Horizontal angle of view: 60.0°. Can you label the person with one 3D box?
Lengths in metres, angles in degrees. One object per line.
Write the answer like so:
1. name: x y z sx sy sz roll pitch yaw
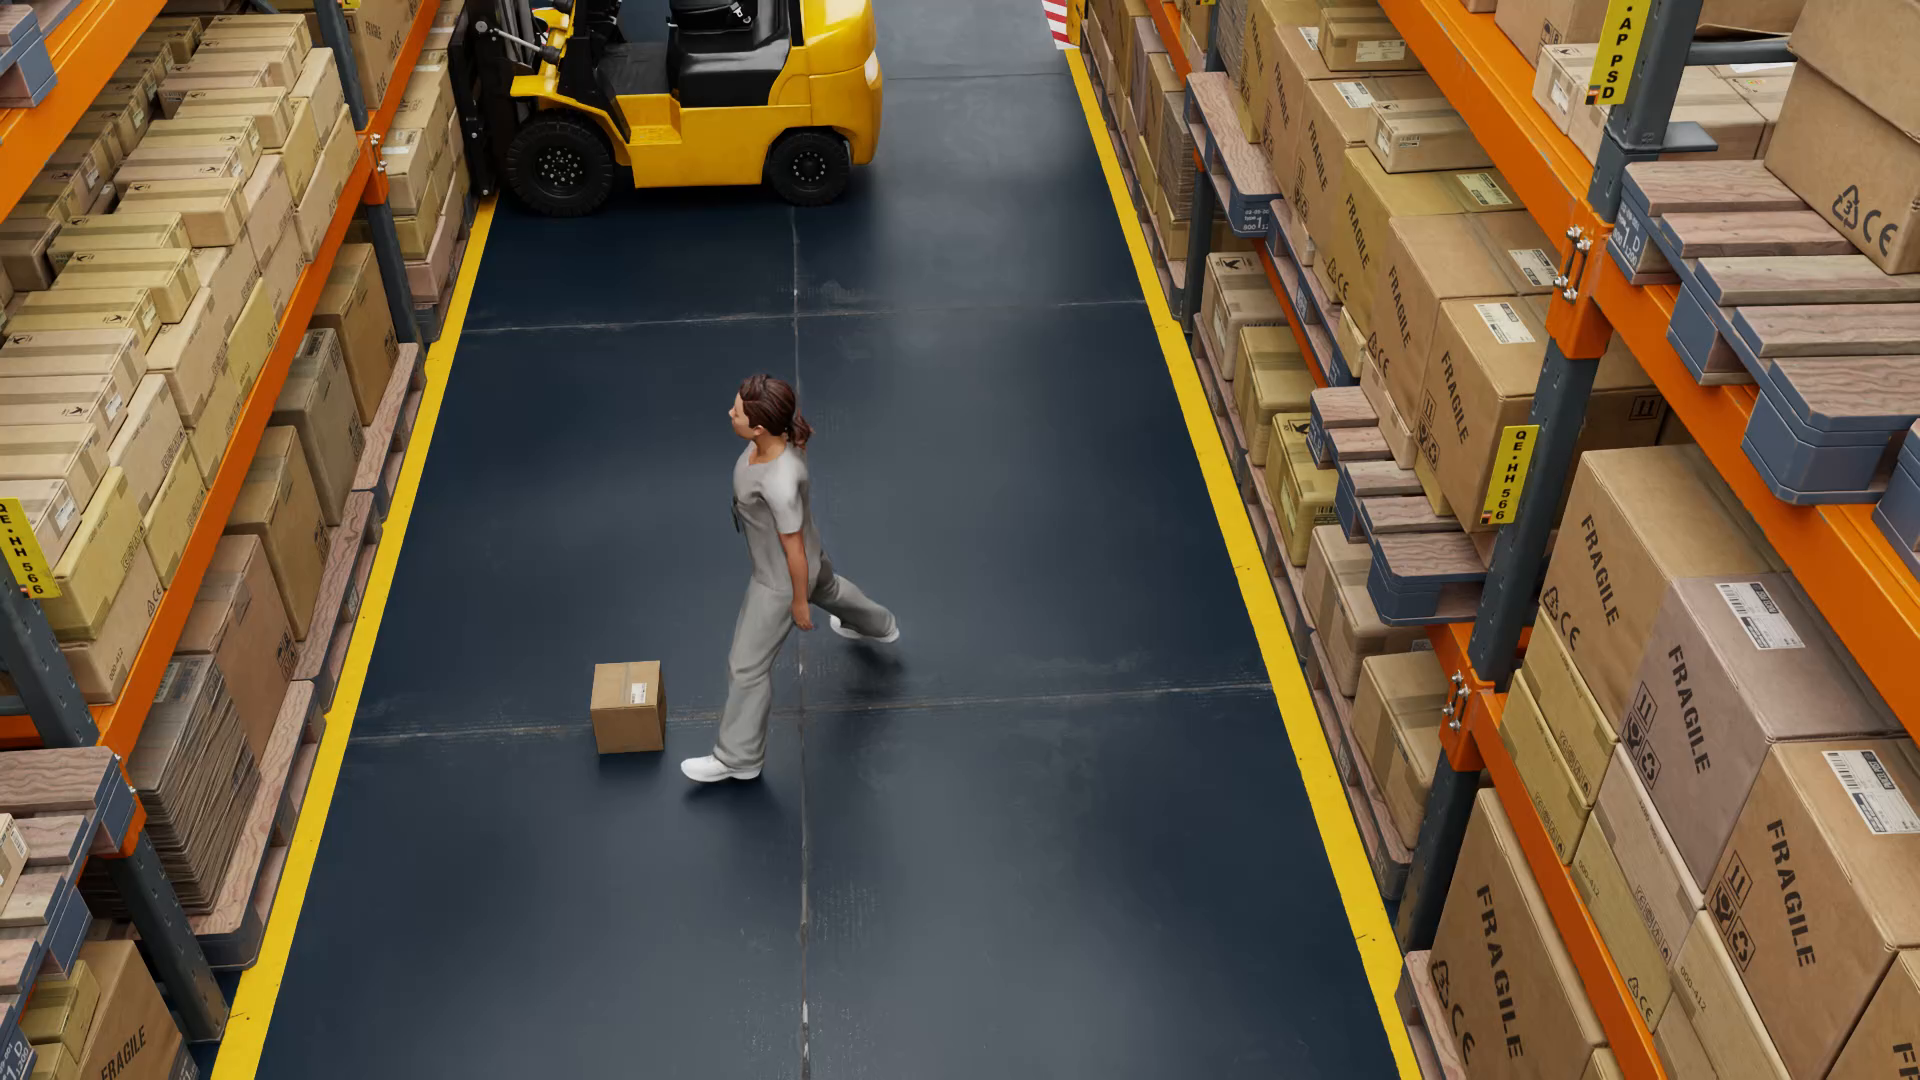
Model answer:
1. person: -0.655 0.035 6.136 0.873 1.625 0.834 -4 39 -4
